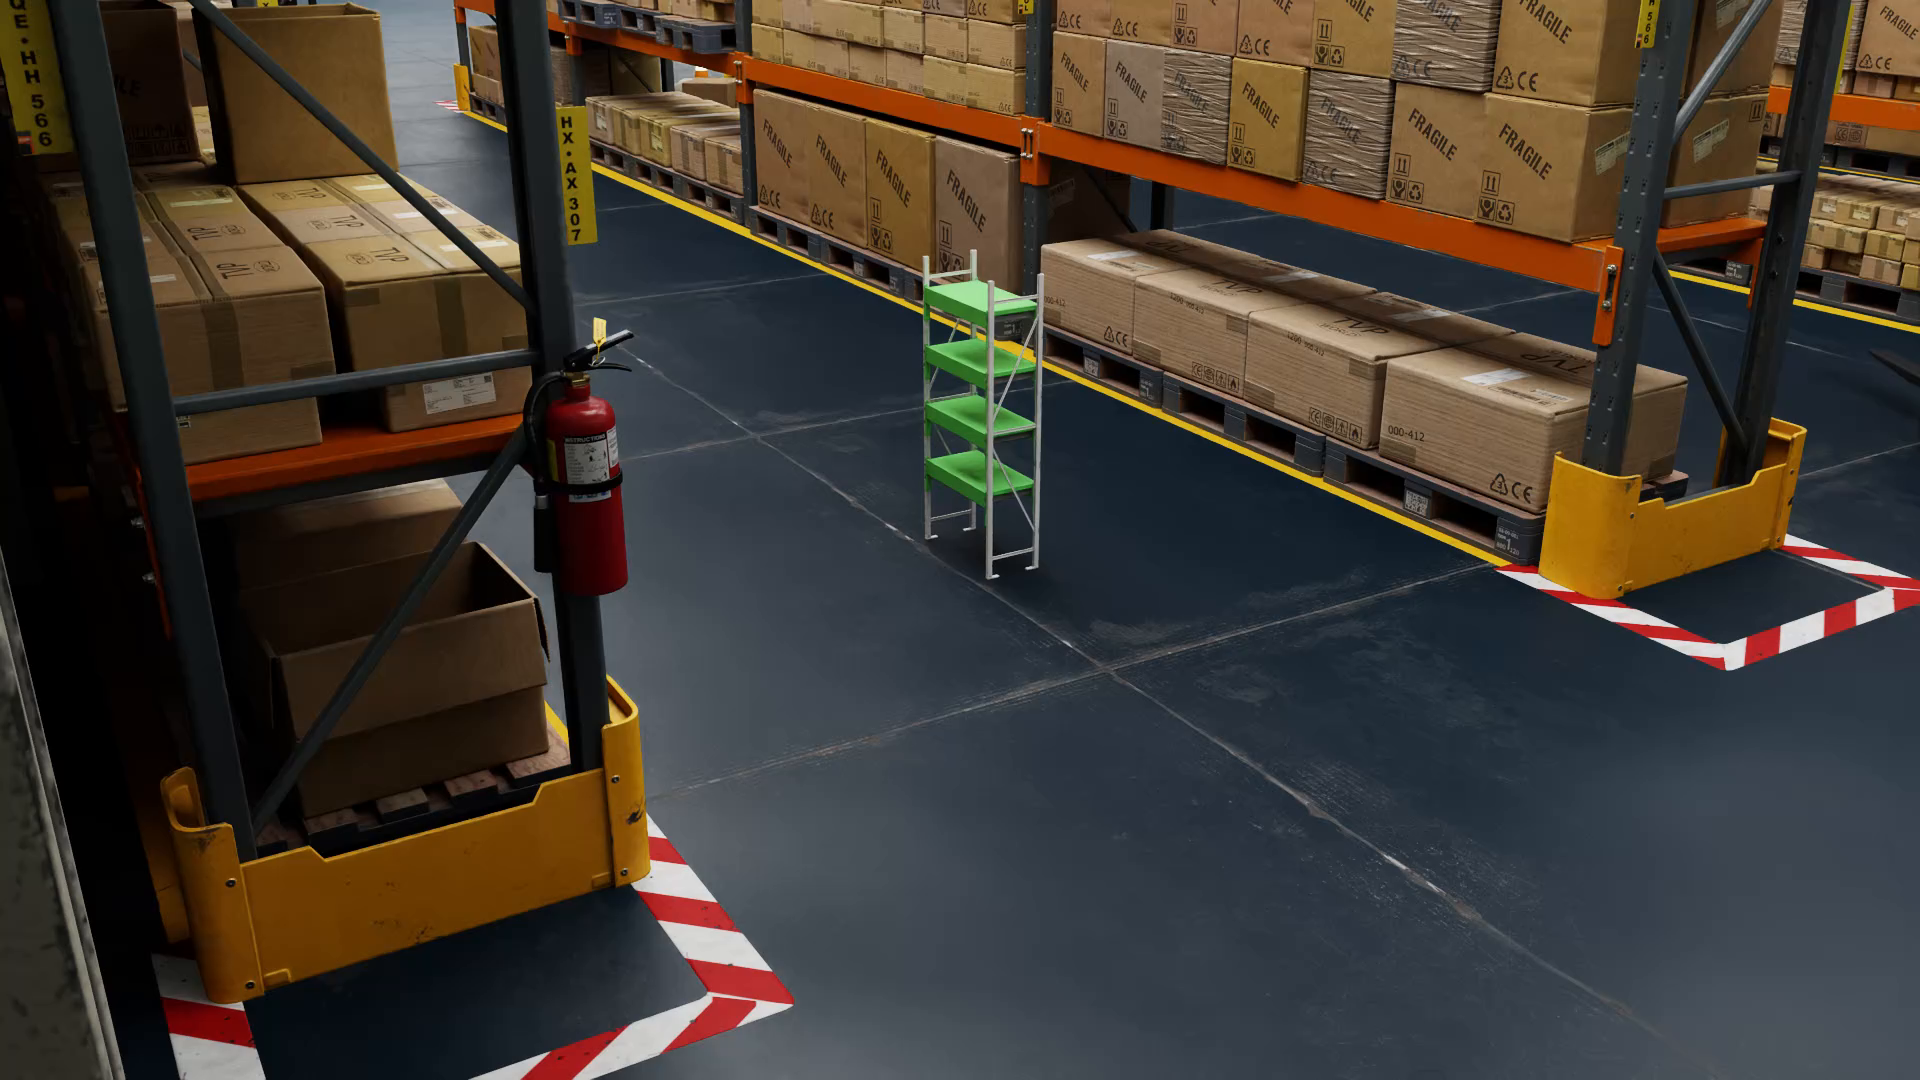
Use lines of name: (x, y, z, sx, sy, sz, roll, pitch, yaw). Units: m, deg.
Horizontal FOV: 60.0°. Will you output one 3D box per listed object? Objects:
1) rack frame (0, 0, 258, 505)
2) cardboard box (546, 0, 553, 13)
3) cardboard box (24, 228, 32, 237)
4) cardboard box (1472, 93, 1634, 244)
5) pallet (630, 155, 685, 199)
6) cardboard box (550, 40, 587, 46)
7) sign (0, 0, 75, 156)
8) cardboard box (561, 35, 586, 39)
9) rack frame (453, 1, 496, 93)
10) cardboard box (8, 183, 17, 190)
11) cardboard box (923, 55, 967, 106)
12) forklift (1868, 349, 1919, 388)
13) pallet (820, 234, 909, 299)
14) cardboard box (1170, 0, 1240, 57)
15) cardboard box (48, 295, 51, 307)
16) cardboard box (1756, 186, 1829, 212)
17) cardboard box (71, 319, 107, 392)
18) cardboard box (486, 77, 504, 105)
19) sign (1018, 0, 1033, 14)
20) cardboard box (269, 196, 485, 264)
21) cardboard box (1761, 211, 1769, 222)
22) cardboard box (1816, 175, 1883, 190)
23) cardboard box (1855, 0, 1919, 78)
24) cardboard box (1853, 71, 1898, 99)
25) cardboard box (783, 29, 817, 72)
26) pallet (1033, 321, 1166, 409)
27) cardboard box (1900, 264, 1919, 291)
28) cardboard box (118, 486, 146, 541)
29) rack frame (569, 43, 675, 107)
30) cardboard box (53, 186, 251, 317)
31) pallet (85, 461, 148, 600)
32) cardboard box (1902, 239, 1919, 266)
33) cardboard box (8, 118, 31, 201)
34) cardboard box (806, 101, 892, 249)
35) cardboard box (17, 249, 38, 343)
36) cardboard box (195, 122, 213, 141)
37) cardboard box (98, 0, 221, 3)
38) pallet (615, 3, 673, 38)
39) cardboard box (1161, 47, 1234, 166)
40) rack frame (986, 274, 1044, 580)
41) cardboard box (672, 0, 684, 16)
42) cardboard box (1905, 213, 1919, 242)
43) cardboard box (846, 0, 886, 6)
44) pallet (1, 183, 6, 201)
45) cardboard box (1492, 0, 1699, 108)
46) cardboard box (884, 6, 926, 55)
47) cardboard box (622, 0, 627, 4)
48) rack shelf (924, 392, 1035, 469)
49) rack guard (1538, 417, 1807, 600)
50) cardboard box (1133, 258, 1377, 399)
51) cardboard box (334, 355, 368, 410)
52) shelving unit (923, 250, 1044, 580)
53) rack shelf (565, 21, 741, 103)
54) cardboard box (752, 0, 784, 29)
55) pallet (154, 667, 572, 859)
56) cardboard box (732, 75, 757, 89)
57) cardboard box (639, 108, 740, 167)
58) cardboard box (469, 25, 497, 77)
rack frame: (-3.443, -1.663, 7.090, 1.000, 3.000, 0.127, -13, 25, -28)
cardboard box: (-3.824, -5.217, 16.168, 0.380, 0.149, 0.250, -12, 25, -27)
cardboard box: (-4.680, -1.562, 8.743, 0.380, 0.149, 0.250, -14, 26, -30)
cardboard box: (2.392, -1.475, 6.497, 0.500, 0.500, 0.500, -12, 25, -28)
pallet: (-2.238, -3.269, 14.747, 1.003, 0.211, 1.213, -13, 25, -28)
cardboard box: (-4.058, -4.781, 16.859, 0.500, 0.500, 0.500, -12, 25, -27)
sign: (-1.887, -0.950, 3.380, 0.100, 0.325, 0.005, -13, 25, -28)
cardboard box: (-3.880, -5.059, 17.543, 0.500, 0.500, 0.500, -11, 25, -25)
rack frame: (-5.307, -6.503, 18.999, 1.000, 3.000, 0.127, -13, 25, -28)
cardboard box: (-5.488, -2.066, 9.983, 0.380, 0.149, 0.250, -11, 25, -26)
cardboard box: (0.117, -2.811, 10.115, 0.500, 0.250, 0.500, -13, 25, -29)
forklift: (5.213, -1.603, 7.035, 1.130, 2.935, 3.031, 0, 22, -1)
pallet: (-0.264, -1.957, 11.519, 1.003, 0.211, 1.213, -13, 25, -28)
cardboard box: (1.362, -2.595, 7.923, 0.500, 0.500, 0.500, -12, 25, -27)
cardboard box: (-4.018, -1.148, 7.724, 0.380, 0.149, 0.250, -13, 25, -28)
cardboard box: (5.498, -2.250, 10.975, 0.380, 0.149, 0.250, -12, 25, -27)
cardboard box: (-2.264, -0.544, 4.673, 0.380, 0.149, 0.250, -13, 25, -28)
cardboard box: (-4.879, -4.943, 18.255, 0.500, 0.250, 0.500, -12, 25, -26)
sign: (0.361, -3.011, 8.975, 0.100, 0.325, 0.005, -13, 25, -28)
cardboard box: (-1.658, -0.798, 4.767, 0.500, 0.250, 0.500, -12, 25, -28)
cardboard box: (5.554, -2.118, 11.044, 0.380, 0.149, 0.250, -11, 25, -26)
cardboard box: (6.013, -2.365, 11.256, 0.380, 0.149, 0.250, -14, 26, -31)
cardboard box: (5.847, -3.082, 10.055, 0.500, 0.500, 0.500, -11, 25, -26)
cardboard box: (5.781, -2.838, 10.315, 0.380, 0.149, 0.250, -12, 25, -26)
cardboard box: (-0.910, -3.474, 11.747, 0.500, 0.250, 0.500, -13, 26, -30)
pallet: (1.144, -1.066, 9.325, 1.003, 0.211, 1.213, -13, 25, -28)
cardboard box: (6.020, -1.626, 10.230, 0.380, 0.149, 0.250, -14, 26, -31)
cardboard box: (-3.087, -0.137, 6.565, 0.380, 0.149, 0.250, -13, 25, -29)
rack frame: (-3.264, -5.208, 15.814, 1.000, 3.000, 0.127, -13, 25, -28)
cardboard box: (-2.374, -0.862, 4.926, 0.500, 0.250, 0.500, -12, 25, -27)
pallet: (-3.093, -0.148, 7.068, 1.003, 0.211, 1.213, -13, 25, -28)
cardboard box: (6.012, -1.769, 10.186, 0.380, 0.149, 0.250, -12, 25, -27)
cardboard box: (-3.422, -1.519, 6.540, 0.500, 0.250, 0.500, -13, 25, -29)
cardboard box: (-0.487, -2.595, 11.647, 0.875, 0.875, 0.875, -12, 25, -28)
cardboard box: (-4.734, -1.306, 8.974, 0.500, 0.500, 0.500, -14, 26, -30)
cardboard box: (-2.704, -1.454, 6.380, 0.500, 0.250, 0.500, -13, 25, -28)
cardboard box: (-4.163, -2.525, 8.521, 0.700, 0.500, 0.500, -13, 25, -29)
pallet: (-2.267, -4.458, 14.221, 1.003, 0.211, 1.213, -13, 25, -28)
cardboard box: (1.339, -2.137, 8.124, 0.500, 0.500, 0.500, -12, 25, -28)
rack frame: (0.209, -0.423, 6.431, 0.240, 1.200, 0.015, -13, 25, -28)
cardboard box: (-2.079, -4.281, 13.309, 0.380, 0.149, 0.250, -14, 26, -31)
cardboard box: (5.998, -1.905, 10.124, 0.380, 0.149, 0.250, -12, 25, -26)
cardboard box: (-0.412, -3.723, 10.699, 0.500, 0.500, 0.500, -12, 25, -27)
pallet: (-7.120, -2.730, 13.418, 1.003, 0.211, 1.213, -13, 25, -28)
cardboard box: (2.415, -1.944, 6.321, 0.500, 0.500, 0.500, -12, 25, -27)
cardboard box: (-0.143, -3.204, 10.417, 0.500, 0.250, 0.500, -12, 25, -27)
cardboard box: (-2.703, -4.715, 14.377, 0.380, 0.149, 0.250, -12, 25, -28)
rack shelf: (0.085, -0.443, 6.650, 0.258, 0.148, 0.480, -13, 25, -28)
rack guard: (2.878, -0.158, 6.708, 1.175, 0.500, 0.348, -13, 25, -28)
cardboard box: (1.509, -1.113, 8.582, 0.875, 0.438, 0.875, -13, 26, -30)
cardboard box: (-1.501, -0.484, 4.524, 0.380, 0.149, 0.250, -12, 25, -27)
shelving unit: (0.085, -0.502, 6.626, 0.258, 1.200, 0.503, -13, 25, -28)
rack shelf: (-2.243, -4.228, 14.356, 1.077, 0.370, 4.000, -13, 25, -28)
cardboard box: (-1.174, -3.864, 12.042, 0.500, 0.250, 0.500, -13, 25, -29)
pallet: (-1.847, 0.642, 5.125, 1.003, 0.211, 1.213, -13, 25, -28)
cardboard box: (-2.234, -5.265, 19.268, 0.637, 0.503, 0.797, 8, 23, 18)
cardboard box: (-2.267, -3.559, 14.689, 0.950, 0.372, 0.625, -12, 25, -26)
cardboard box: (-5.121, -5.449, 18.505, 0.500, 0.500, 0.500, -14, 26, -30)
